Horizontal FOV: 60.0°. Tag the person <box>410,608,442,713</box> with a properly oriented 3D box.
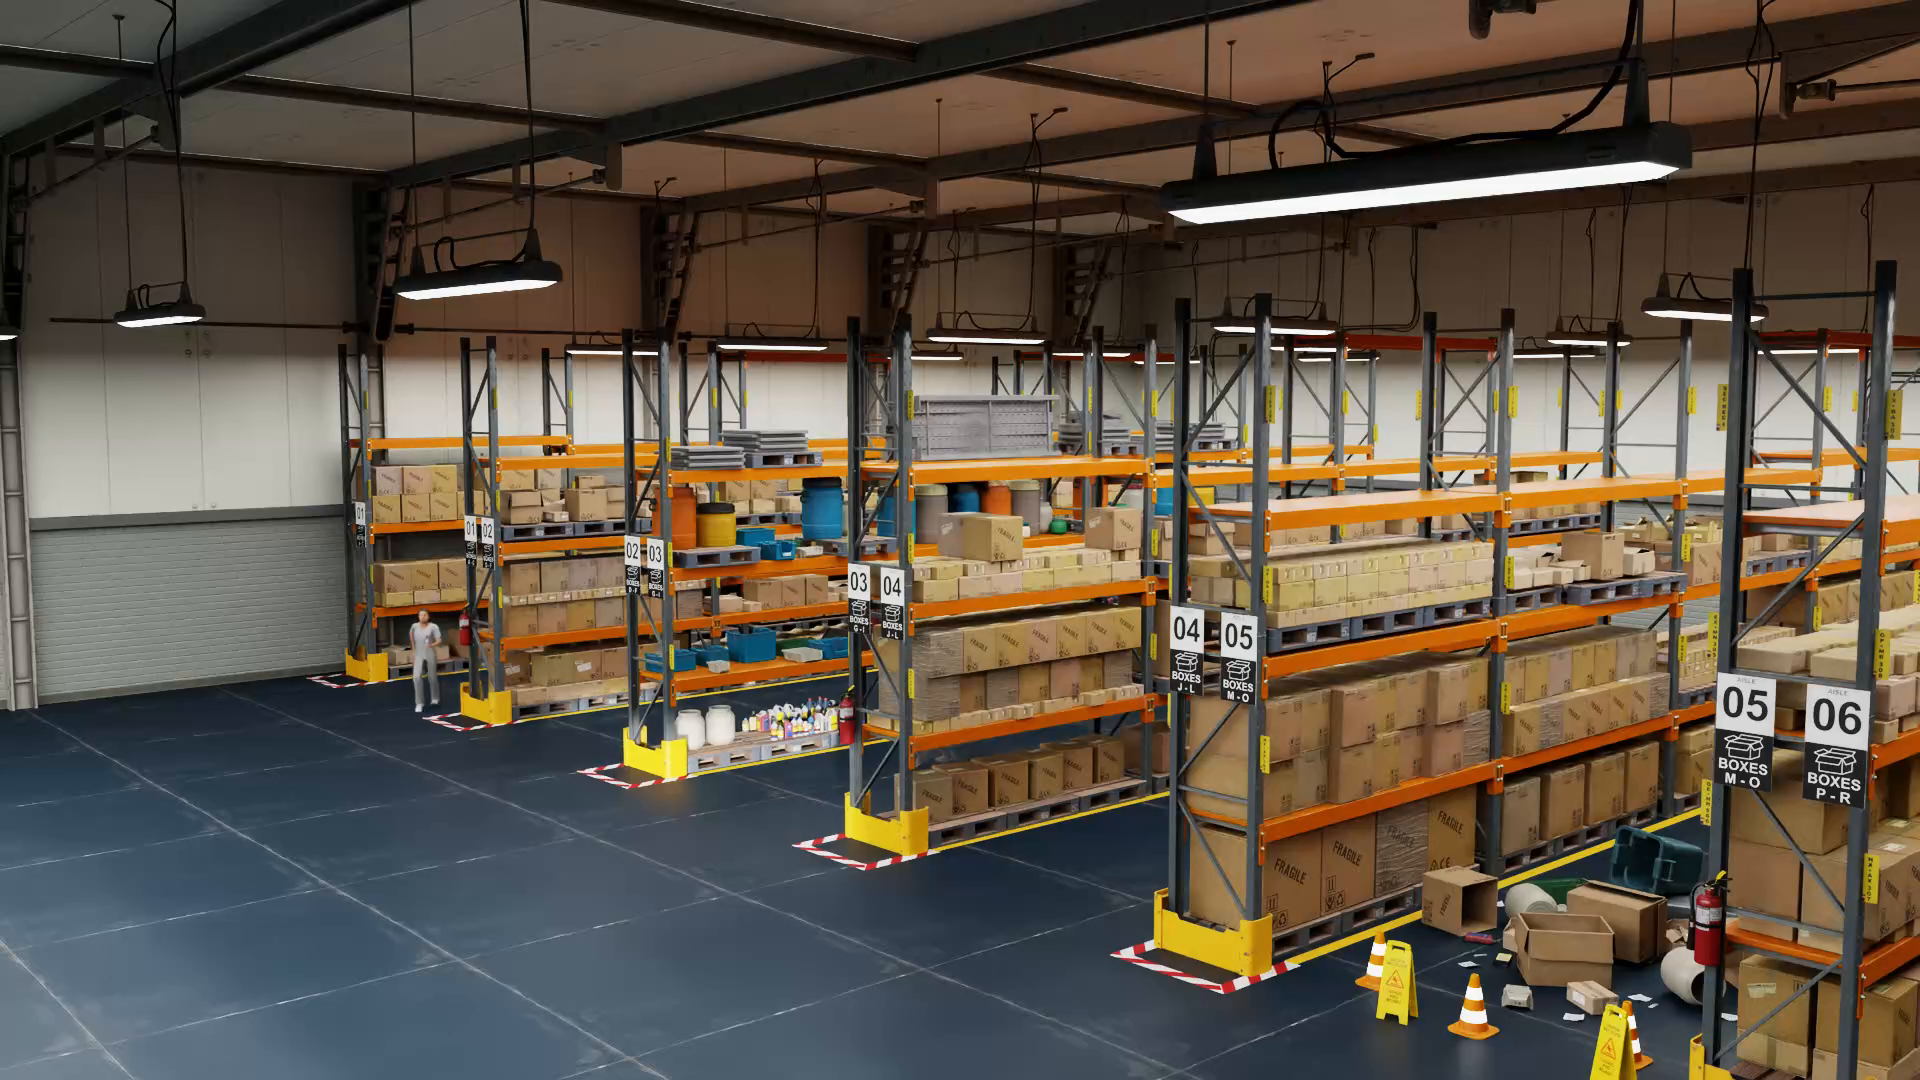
[{"bbox_3d":[-8.640,1.907,26.890,0.560,1.657,0.882,0,5,-4],"label":"person"}]

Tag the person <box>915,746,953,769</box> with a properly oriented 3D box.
[{"bbox_3d":[-0.417,2.390,22.633,1.040,1.457,0.566,-5,7,-42],"label":"person"}]
